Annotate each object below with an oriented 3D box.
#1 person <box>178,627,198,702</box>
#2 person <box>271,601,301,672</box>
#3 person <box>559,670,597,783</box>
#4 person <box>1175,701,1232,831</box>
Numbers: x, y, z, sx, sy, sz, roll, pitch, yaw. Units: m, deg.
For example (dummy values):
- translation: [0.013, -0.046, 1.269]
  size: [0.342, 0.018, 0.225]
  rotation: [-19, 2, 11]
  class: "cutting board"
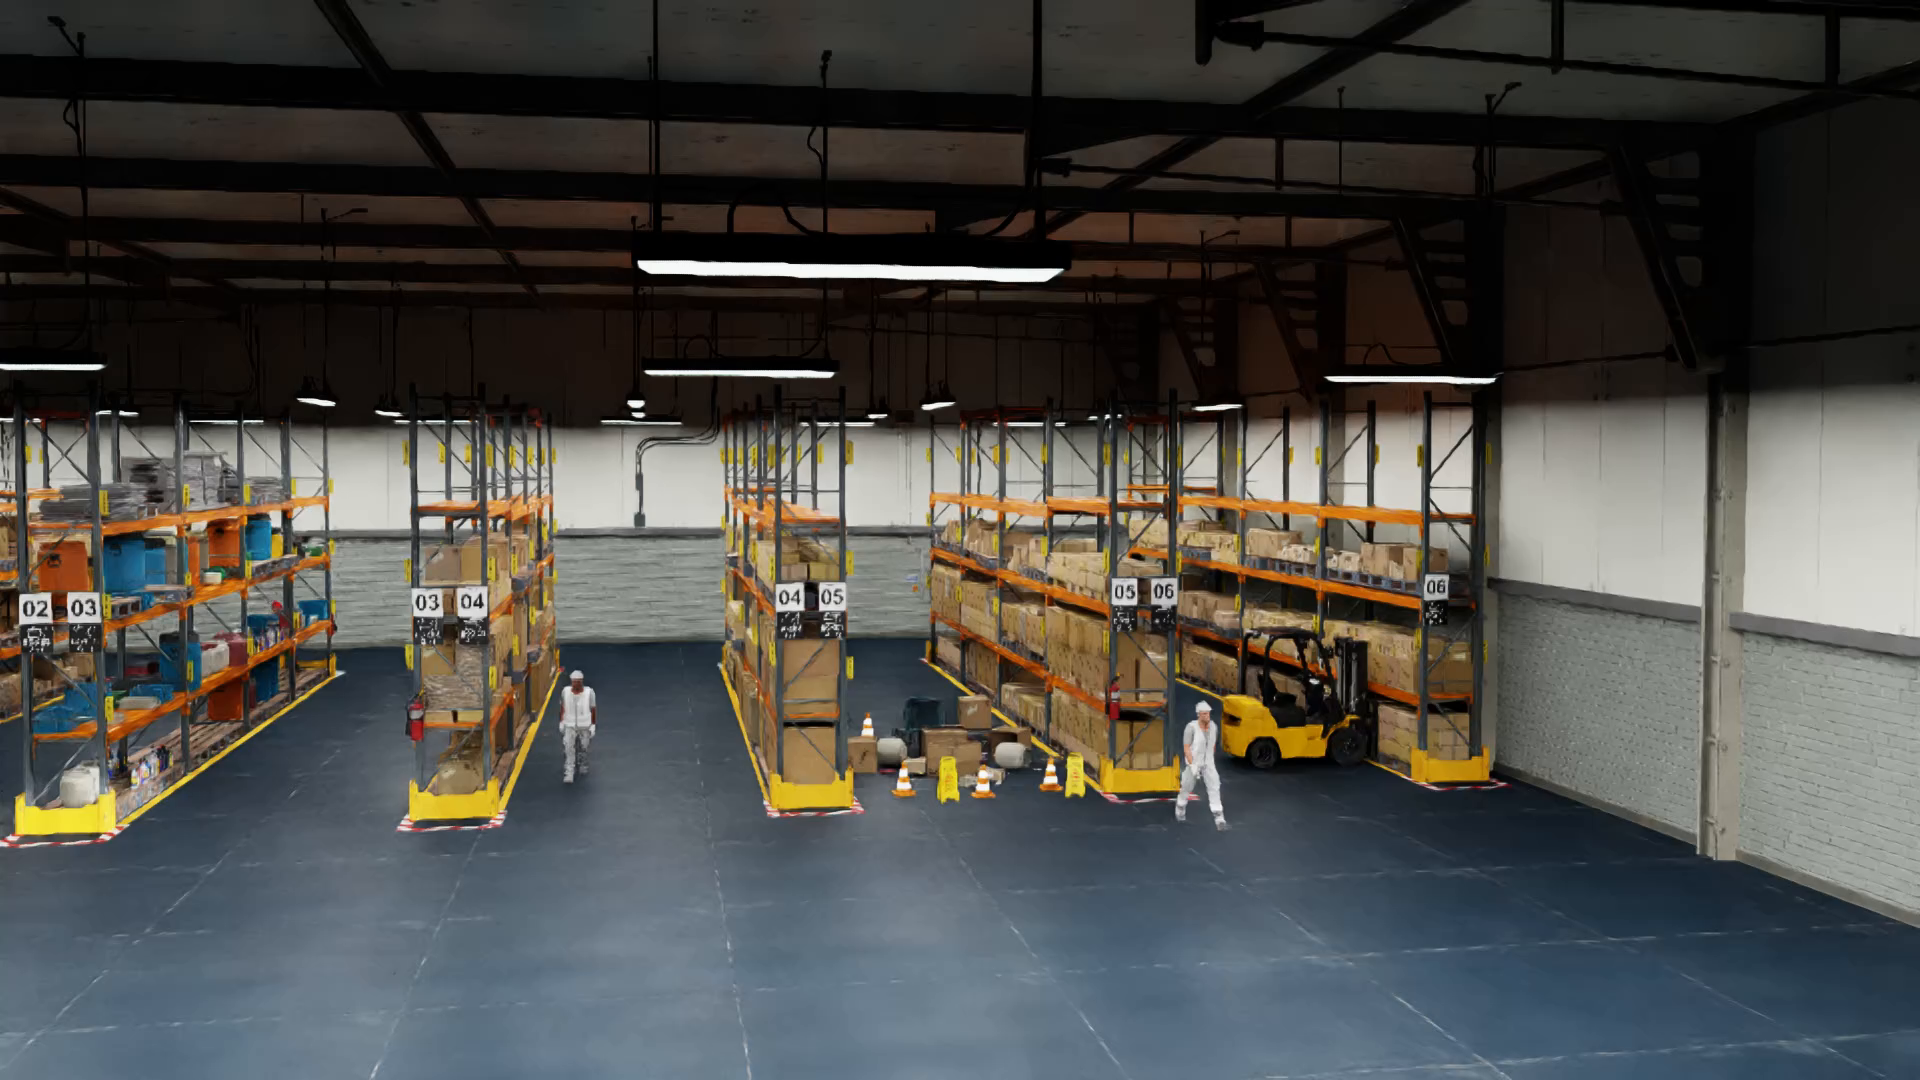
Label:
- translation: [-15.673, 2.390, 33.640]
  size: [0.610, 1.776, 0.657]
  rotation: [0, 3, 4]
  class: "person"
- translation: [-14.967, 2.203, 36.640]
  size: [0.598, 1.756, 0.993]
  rotation: [1, 3, 11]
  class: "person"
- translation: [-5.881, 2.837, 25.600]
  size: [0.563, 1.707, 1.127]
  rotation: [-1, 3, -13]
  class: "person"
- translation: [3.236, 3.000, 22.279]
  size: [0.554, 1.710, 1.097]
  rotation: [-1, 3, -19]
  class: "person"
